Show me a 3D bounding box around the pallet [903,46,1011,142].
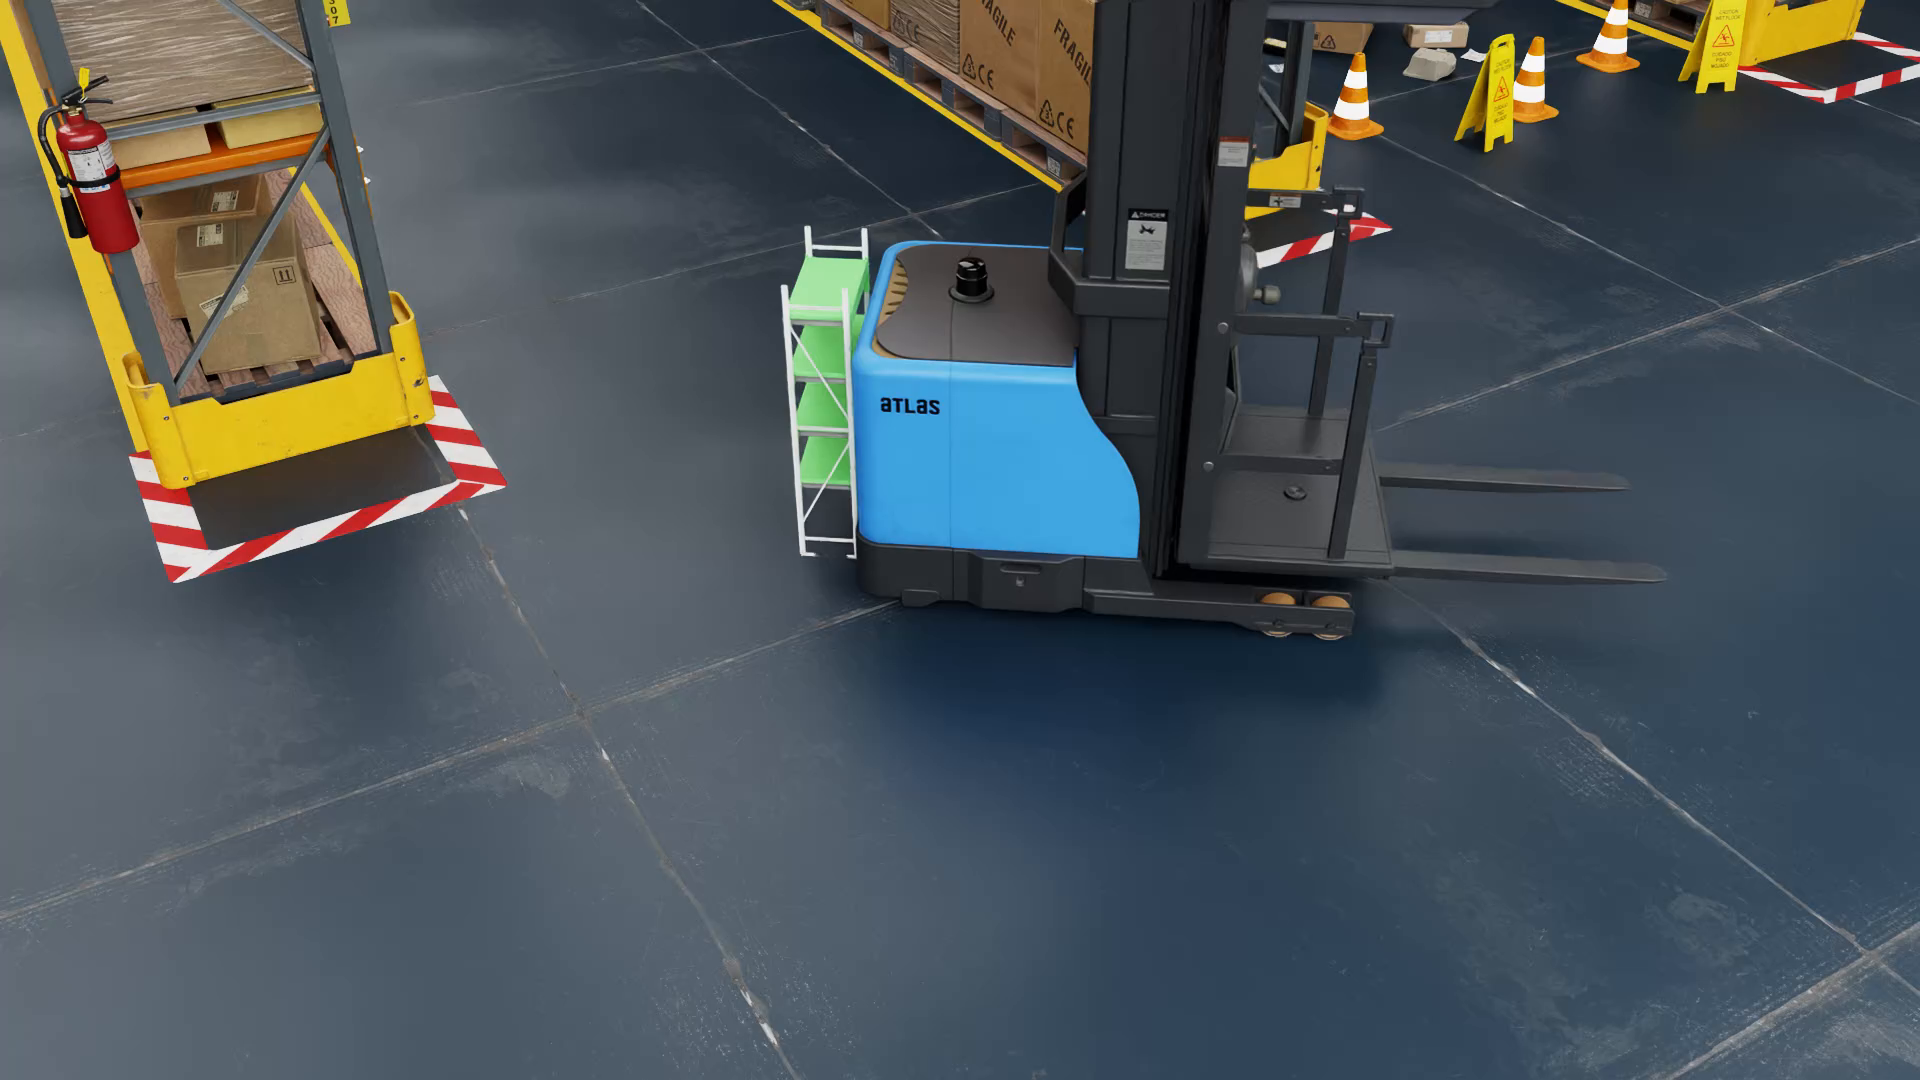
[{"bbox_3d":[0.357,-2.932,10.585,1.003,0.211,1.213,-19,40,-24],"label":"pallet"}]

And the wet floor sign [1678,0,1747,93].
[{"bbox_3d":[4.835,-3.205,10.592,0.267,0.644,0.232,-6,37,-8],"label":"wet floor sign"}]

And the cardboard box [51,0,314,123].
[{"bbox_3d":[-3.156,-2.083,6.721,0.875,0.500,0.500,-19,40,-24],"label":"cardboard box"}]

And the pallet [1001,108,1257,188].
[{"bbox_3d":[0.966,-2.310,9.734,1.003,0.211,1.213,-19,40,-24],"label":"pallet"}]

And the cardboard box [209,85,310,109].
[{"bbox_3d":[-2.950,-1.881,6.996,0.380,0.149,0.250,-19,40,-24],"label":"cardboard box"}]

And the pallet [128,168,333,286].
[{"bbox_3d":[-3.929,-1.593,8.751,1.003,0.211,1.213,-19,40,-24],"label":"pallet"}]

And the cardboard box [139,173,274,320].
[{"bbox_3d":[-3.533,-1.412,7.903,0.500,0.500,0.500,-9,37,-12],"label":"cardboard box"}]

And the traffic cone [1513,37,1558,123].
[{"bbox_3d":[3.544,-2.880,10.301,0.336,0.463,0.334,-19,40,-24],"label":"traffic cone"}]

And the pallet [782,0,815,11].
[{"bbox_3d":[-1.027,-4.337,12.509,1.003,0.211,1.213,-19,40,-24],"label":"pallet"}]

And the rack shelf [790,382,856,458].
[{"bbox_3d":[-0.497,-0.512,6.541,0.258,0.148,0.480,3,36,4],"label":"rack shelf"}]

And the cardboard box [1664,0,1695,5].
[{"bbox_3d":[5.014,-3.974,11.623,0.500,0.250,0.500,-19,40,-24],"label":"cardboard box"}]

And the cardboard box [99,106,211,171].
[{"bbox_3d":[-3.226,-1.616,6.633,0.380,0.149,0.250,-19,40,-24],"label":"cardboard box"}]

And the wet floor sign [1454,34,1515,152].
[{"bbox_3d":[3.162,-2.673,9.863,0.267,0.644,0.232,-26,44,-31],"label":"wet floor sign"}]

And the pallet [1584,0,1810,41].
[{"bbox_3d":[5.249,-3.908,11.921,1.003,0.211,1.213,-19,40,-24],"label":"pallet"}]

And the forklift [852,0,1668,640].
[{"bbox_3d":[1.153,-1.139,5.824,3.031,2.935,1.130,3,36,4],"label":"forklift"}]

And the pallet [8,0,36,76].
[{"bbox_3d":[-5.923,-3.567,11.455,1.003,0.211,1.213,-19,40,-24],"label":"pallet"}]

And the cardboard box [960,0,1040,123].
[{"bbox_3d":[0.594,-3.138,9.948,0.875,0.875,0.875,-20,40,-25],"label":"cardboard box"}]

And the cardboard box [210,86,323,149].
[{"bbox_3d":[-2.841,-1.748,6.813,0.380,0.149,0.250,-19,40,-24],"label":"cardboard box"}]

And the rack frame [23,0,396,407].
[{"bbox_3d":[-2.904,-1.634,6.443,1.000,3.000,0.127,-19,40,-24],"label":"rack frame"}]

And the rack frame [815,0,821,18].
[{"bbox_3d":[-0.574,-5.092,11.178,1.000,3.000,0.127,-19,40,-24],"label":"rack frame"}]

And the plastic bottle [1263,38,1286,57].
[{"bbox_3d":[2.124,-3.352,11.288,0.283,0.061,0.133,26,44,31],"label":"plastic bottle"}]

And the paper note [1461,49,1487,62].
[{"bbox_3d":[3.469,-3.263,11.192,0.142,0.019,0.148,26,44,31],"label":"paper note"}]

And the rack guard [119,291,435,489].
[{"bbox_3d":[-2.942,-0.663,7.234,1.175,0.500,0.348,-19,40,-24],"label":"rack guard"}]

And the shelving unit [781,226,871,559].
[{"bbox_3d":[-0.497,-0.563,6.504,0.258,1.200,0.503,3,36,4],"label":"shelving unit"}]

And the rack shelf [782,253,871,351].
[{"bbox_3d":[-0.497,-0.899,6.258,0.258,0.148,0.480,3,36,4],"label":"rack shelf"}]

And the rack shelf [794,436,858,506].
[{"bbox_3d":[-0.497,-0.318,6.683,0.258,0.148,0.480,3,36,4],"label":"rack shelf"}]

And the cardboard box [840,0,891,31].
[{"bbox_3d":[-0.319,-4.062,11.213,0.875,0.875,0.875,-18,40,-23],"label":"cardboard box"}]

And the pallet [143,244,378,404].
[{"bbox_3d":[-3.320,-0.971,7.901,1.003,0.211,1.213,-19,40,-24],"label":"pallet"}]

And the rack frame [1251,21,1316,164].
[{"bbox_3d":[1.435,-3.052,8.385,1.000,3.000,0.127,-19,40,-24],"label":"rack frame"}]

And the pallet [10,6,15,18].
[{"bbox_3d":[-6.532,-4.188,12.306,1.003,0.211,1.213,-19,40,-24],"label":"pallet"}]

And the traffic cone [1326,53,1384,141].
[{"bbox_3d":[2.396,-2.719,10.080,0.336,0.463,0.334,-19,40,-24],"label":"traffic cone"}]

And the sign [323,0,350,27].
[{"bbox_3d":[-2.435,-2.144,6.408,0.100,0.325,0.005,-19,40,-24],"label":"sign"}]

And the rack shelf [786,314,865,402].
[{"bbox_3d":[-0.497,-0.706,6.400,0.258,0.148,0.480,3,36,4],"label":"rack shelf"}]

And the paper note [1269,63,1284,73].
[{"bbox_3d":[2.137,-3.134,11.016,0.144,0.017,0.142,-6,37,-8],"label":"paper note"}]

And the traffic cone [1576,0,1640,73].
[{"bbox_3d":[4.333,-3.383,10.989,0.336,0.463,0.334,-19,40,-24],"label":"traffic cone"}]

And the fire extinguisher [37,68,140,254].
[{"bbox_3d":[-3.245,-1.407,6.199,0.296,0.674,0.183,-19,40,-24],"label":"fire extinguisher"}]

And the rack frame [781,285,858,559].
[{"bbox_3d":[-0.521,-0.420,6.308,0.240,1.200,0.015,3,36,4],"label":"rack frame"}]

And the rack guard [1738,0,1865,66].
[{"bbox_3d":[5.626,-3.599,11.254,1.175,0.500,0.348,-19,40,-24],"label":"rack guard"}]

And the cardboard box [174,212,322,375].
[{"bbox_3d":[-3.203,-1.117,7.500,0.500,0.500,0.500,-12,38,-16],"label":"cardboard box"}]

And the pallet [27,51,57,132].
[{"bbox_3d":[-5.306,-2.944,10.602,1.003,0.211,1.213,-19,40,-24],"label":"pallet"}]

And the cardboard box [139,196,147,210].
[{"bbox_3d":[-3.831,-1.737,8.348,0.500,0.500,0.500,-15,39,-20],"label":"cardboard box"}]

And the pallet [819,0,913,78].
[{"bbox_3d":[-0.260,-3.555,11.438,1.003,0.211,1.213,-19,40,-24],"label":"pallet"}]

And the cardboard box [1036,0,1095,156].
[{"bbox_3d":[1.038,-2.690,9.335,0.875,0.875,0.875,-19,40,-24],"label":"cardboard box"}]

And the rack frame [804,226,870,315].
[{"bbox_3d":[-0.474,-0.707,6.700,0.240,1.200,0.015,3,36,4],"label":"rack frame"}]

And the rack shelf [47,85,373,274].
[{"bbox_3d":[-3.909,-2.363,8.052,1.077,0.370,4.000,-19,40,-24],"label":"rack shelf"}]

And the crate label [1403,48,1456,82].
[{"bbox_3d":[3.096,-3.131,10.921,0.298,0.136,0.250,19,40,24],"label":"crate label"}]

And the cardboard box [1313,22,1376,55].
[{"bbox_3d":[2.593,-3.708,11.400,0.637,0.503,0.797,12,38,16],"label":"cardboard box"}]

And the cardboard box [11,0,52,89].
[{"bbox_3d":[-3.511,-2.302,7.022,0.875,0.500,0.500,-19,40,-24],"label":"cardboard box"}]

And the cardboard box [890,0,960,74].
[{"bbox_3d":[0.137,-3.603,10.586,0.875,0.875,0.875,-19,40,-24],"label":"cardboard box"}]

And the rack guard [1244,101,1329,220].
[{"bbox_3d":[1.448,-2.030,9.106,1.175,0.500,0.348,-19,40,-24],"label":"rack guard"}]

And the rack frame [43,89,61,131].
[{"bbox_3d":[-4.914,-3.673,9.236,1.000,3.000,0.127,-19,40,-24],"label":"rack frame"}]

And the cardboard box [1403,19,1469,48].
[{"bbox_3d":[3.260,-3.488,11.400,0.380,0.149,0.250,0,36,0],"label":"cardboard box"}]
